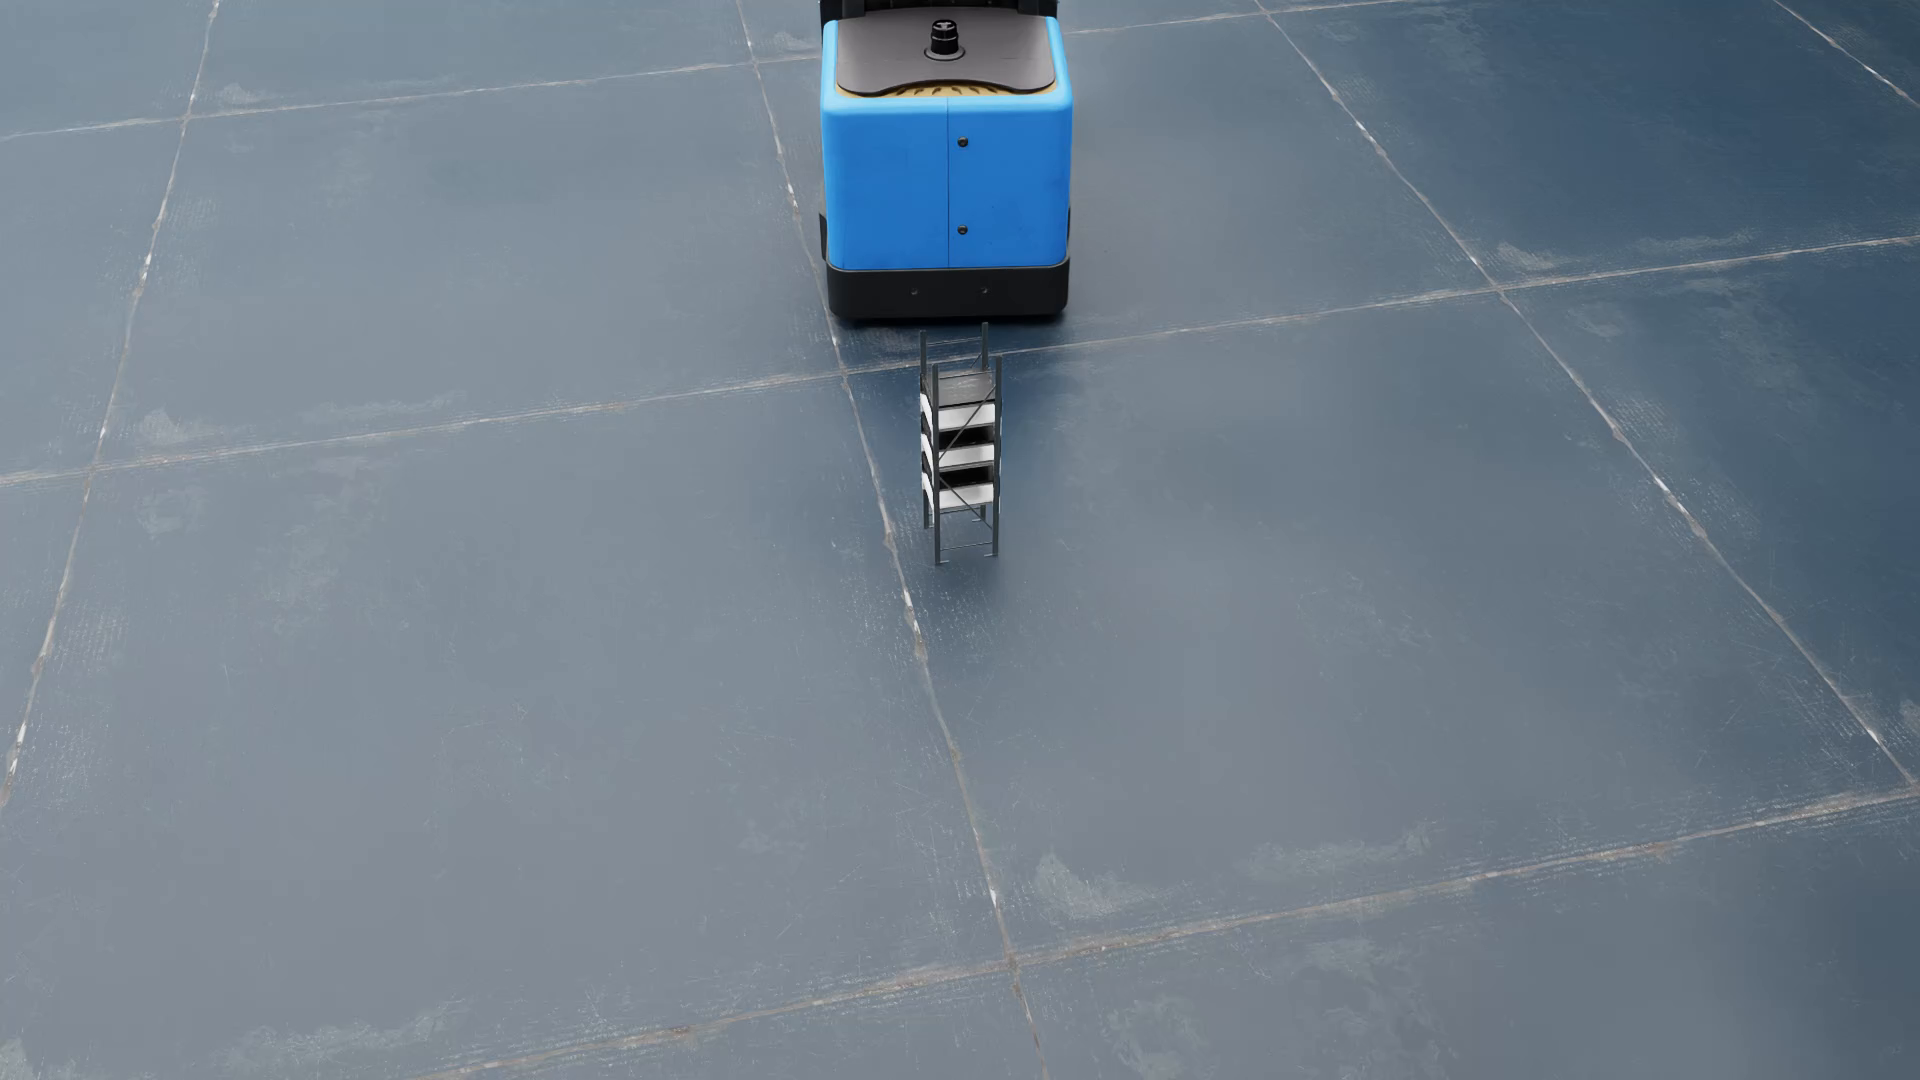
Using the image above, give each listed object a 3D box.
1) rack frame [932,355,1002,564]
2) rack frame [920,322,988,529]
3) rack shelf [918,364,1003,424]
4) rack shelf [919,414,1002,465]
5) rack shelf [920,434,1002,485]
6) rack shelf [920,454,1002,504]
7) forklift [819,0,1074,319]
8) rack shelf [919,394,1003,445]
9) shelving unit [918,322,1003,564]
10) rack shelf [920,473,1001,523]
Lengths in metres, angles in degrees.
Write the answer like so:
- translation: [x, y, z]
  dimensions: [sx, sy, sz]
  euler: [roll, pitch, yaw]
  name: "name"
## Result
- translation: [0.024, -0.265, 5.871]
  dimensions: [0.240, 0.900, 0.006]
  euler: [-8, 42, -9]
  name: "rack frame"
- translation: [-0.020, -0.397, 6.020]
  dimensions: [0.240, 0.900, 0.006]
  euler: [-8, 42, -9]
  name: "rack frame"
- translation: [0.002, -0.508, 5.788]
  dimensions: [0.258, 0.077, 0.200]
  euler: [-8, 42, -9]
  name: "rack shelf"
- translation: [0.002, -0.374, 5.908]
  dimensions: [0.258, 0.077, 0.200]
  euler: [-8, 42, -9]
  name: "rack shelf"
- translation: [0.002, -0.306, 5.967]
  dimensions: [0.258, 0.077, 0.200]
  euler: [-8, 42, -9]
  name: "rack shelf"
- translation: [0.002, -0.239, 6.027]
  dimensions: [0.258, 0.077, 0.200]
  euler: [-8, 42, -9]
  name: "rack shelf"
- translation: [-0.109, -3.018, 7.442]
  dimensions: [1.130, 2.935, 3.031]
  euler: [-2, 42, -2]
  name: "forklift"
- translation: [0.002, -0.441, 5.848]
  dimensions: [0.258, 0.077, 0.200]
  euler: [-8, 42, -9]
  name: "rack shelf"
- translation: [0.002, -0.331, 5.945]
  dimensions: [0.258, 0.900, 0.210]
  euler: [-8, 42, -9]
  name: "shelving unit"
- translation: [0.002, -0.172, 6.087]
  dimensions: [0.258, 0.077, 0.200]
  euler: [-8, 42, -9]
  name: "rack shelf"
